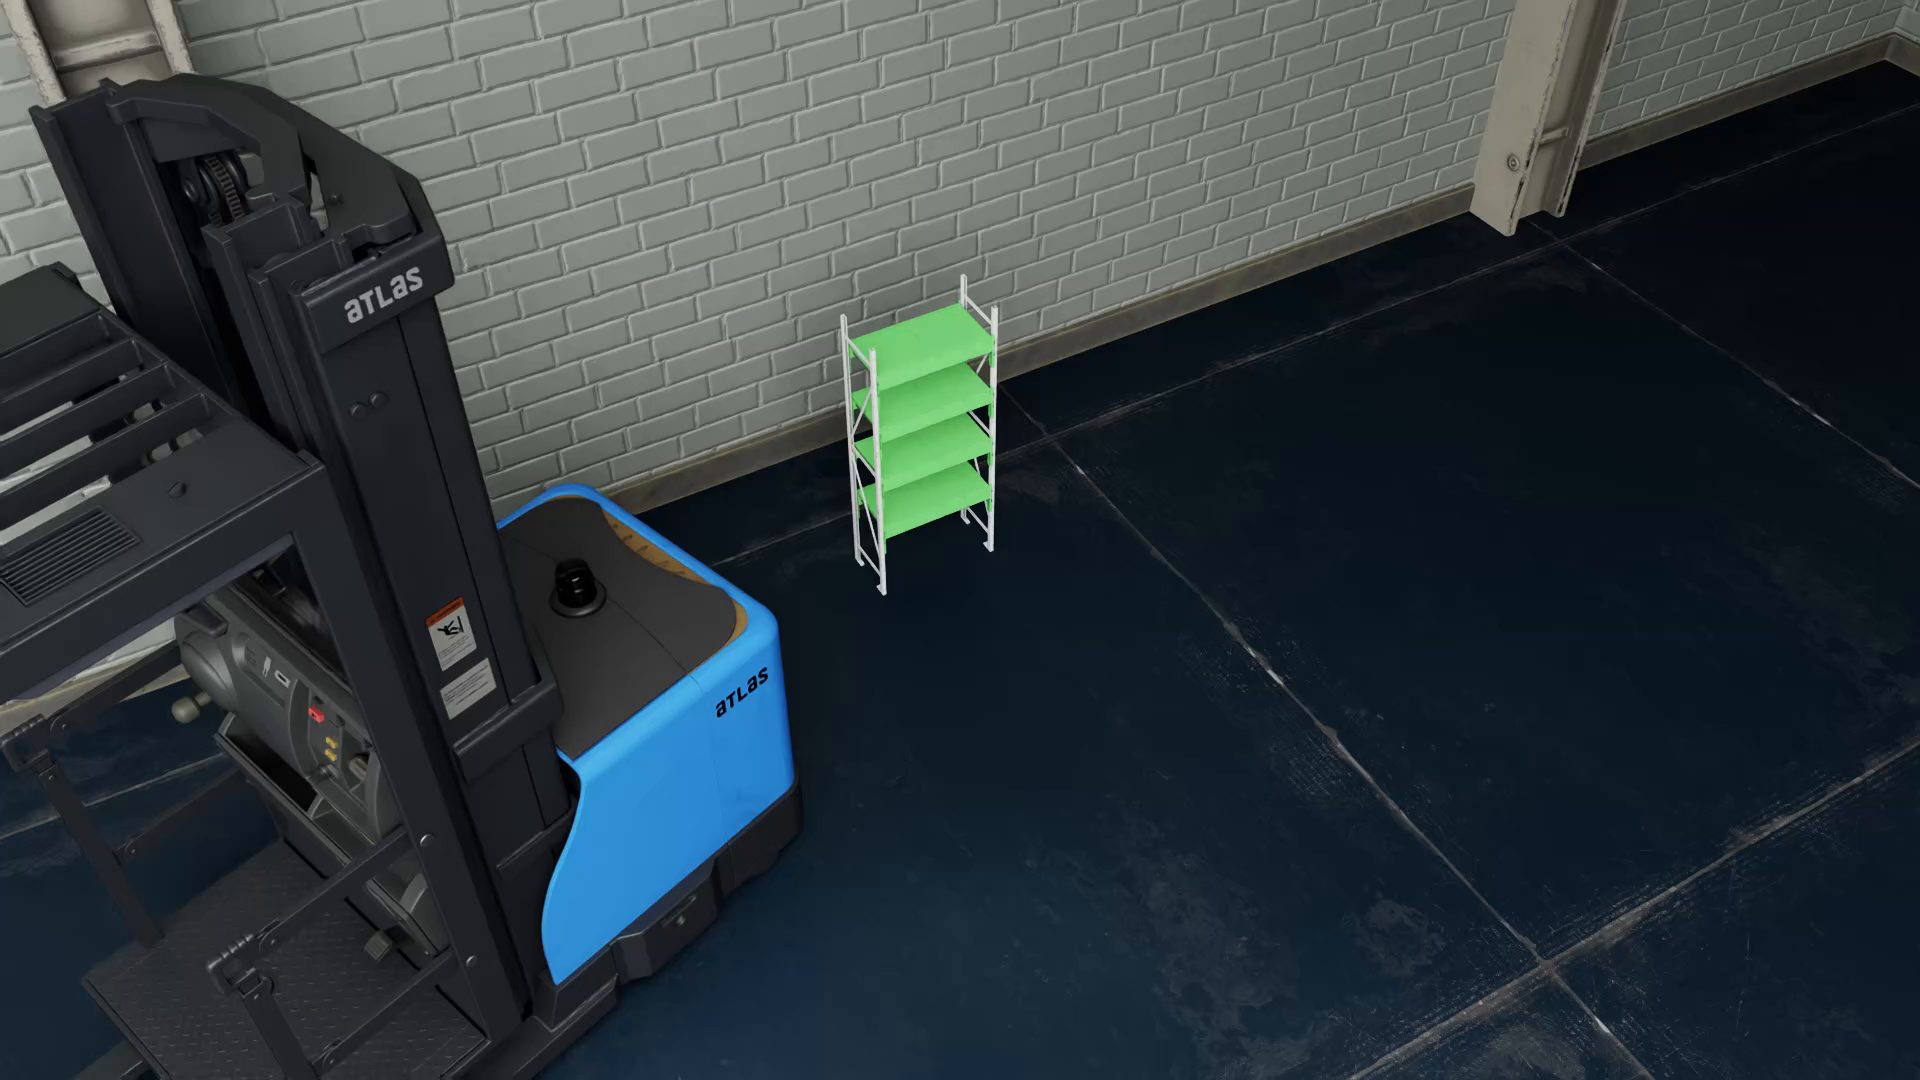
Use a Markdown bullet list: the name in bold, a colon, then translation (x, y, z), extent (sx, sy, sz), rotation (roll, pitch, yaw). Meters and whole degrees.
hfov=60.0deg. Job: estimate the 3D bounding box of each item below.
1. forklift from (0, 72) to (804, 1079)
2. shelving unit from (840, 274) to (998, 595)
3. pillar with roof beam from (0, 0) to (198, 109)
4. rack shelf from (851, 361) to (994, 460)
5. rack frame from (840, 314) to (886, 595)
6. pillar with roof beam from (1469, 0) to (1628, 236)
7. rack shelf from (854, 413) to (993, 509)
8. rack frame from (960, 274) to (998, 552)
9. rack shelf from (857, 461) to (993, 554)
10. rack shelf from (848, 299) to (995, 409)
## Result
- **forklift**: translation (-1.880, 0.498, 4.132), extent (1.130, 2.935, 3.031), rotation (31, 52, 28)
- **shelving unit**: translation (-0.144, -0.373, 6.273), extent (0.503, 1.200, 0.258), rotation (-22, 48, -21)
- **pillar with roof beam**: translation (-0.229, -0.225, 0.521), extent (0.400, 9.000, 9.100), rotation (-22, 48, -21)
- **rack shelf**: translation (-0.144, -0.499, 6.150), extent (0.480, 0.148, 0.258), rotation (-22, 48, -21)
- **rack frame**: translation (-0.355, -0.288, 6.186), extent (0.015, 1.200, 0.240), rotation (-22, 48, -21)
- **pillar with roof beam**: translation (4.973, -2.307, 2.666), extent (0.400, 9.000, 9.100), rotation (-22, 48, -21)
- **rack shelf**: translation (-0.144, -0.327, 6.317), extent (0.480, 0.148, 0.258), rotation (-22, 48, -21)
- **rack frame**: translation (0.068, -0.458, 6.360), extent (0.015, 1.200, 0.240), rotation (-22, 48, -21)
- **rack shelf**: translation (-0.144, -0.155, 6.485), extent (0.480, 0.148, 0.258), rotation (-22, 48, -21)
- **rack shelf**: translation (-0.144, -0.672, 5.983), extent (0.480, 0.148, 0.258), rotation (-22, 48, -21)
